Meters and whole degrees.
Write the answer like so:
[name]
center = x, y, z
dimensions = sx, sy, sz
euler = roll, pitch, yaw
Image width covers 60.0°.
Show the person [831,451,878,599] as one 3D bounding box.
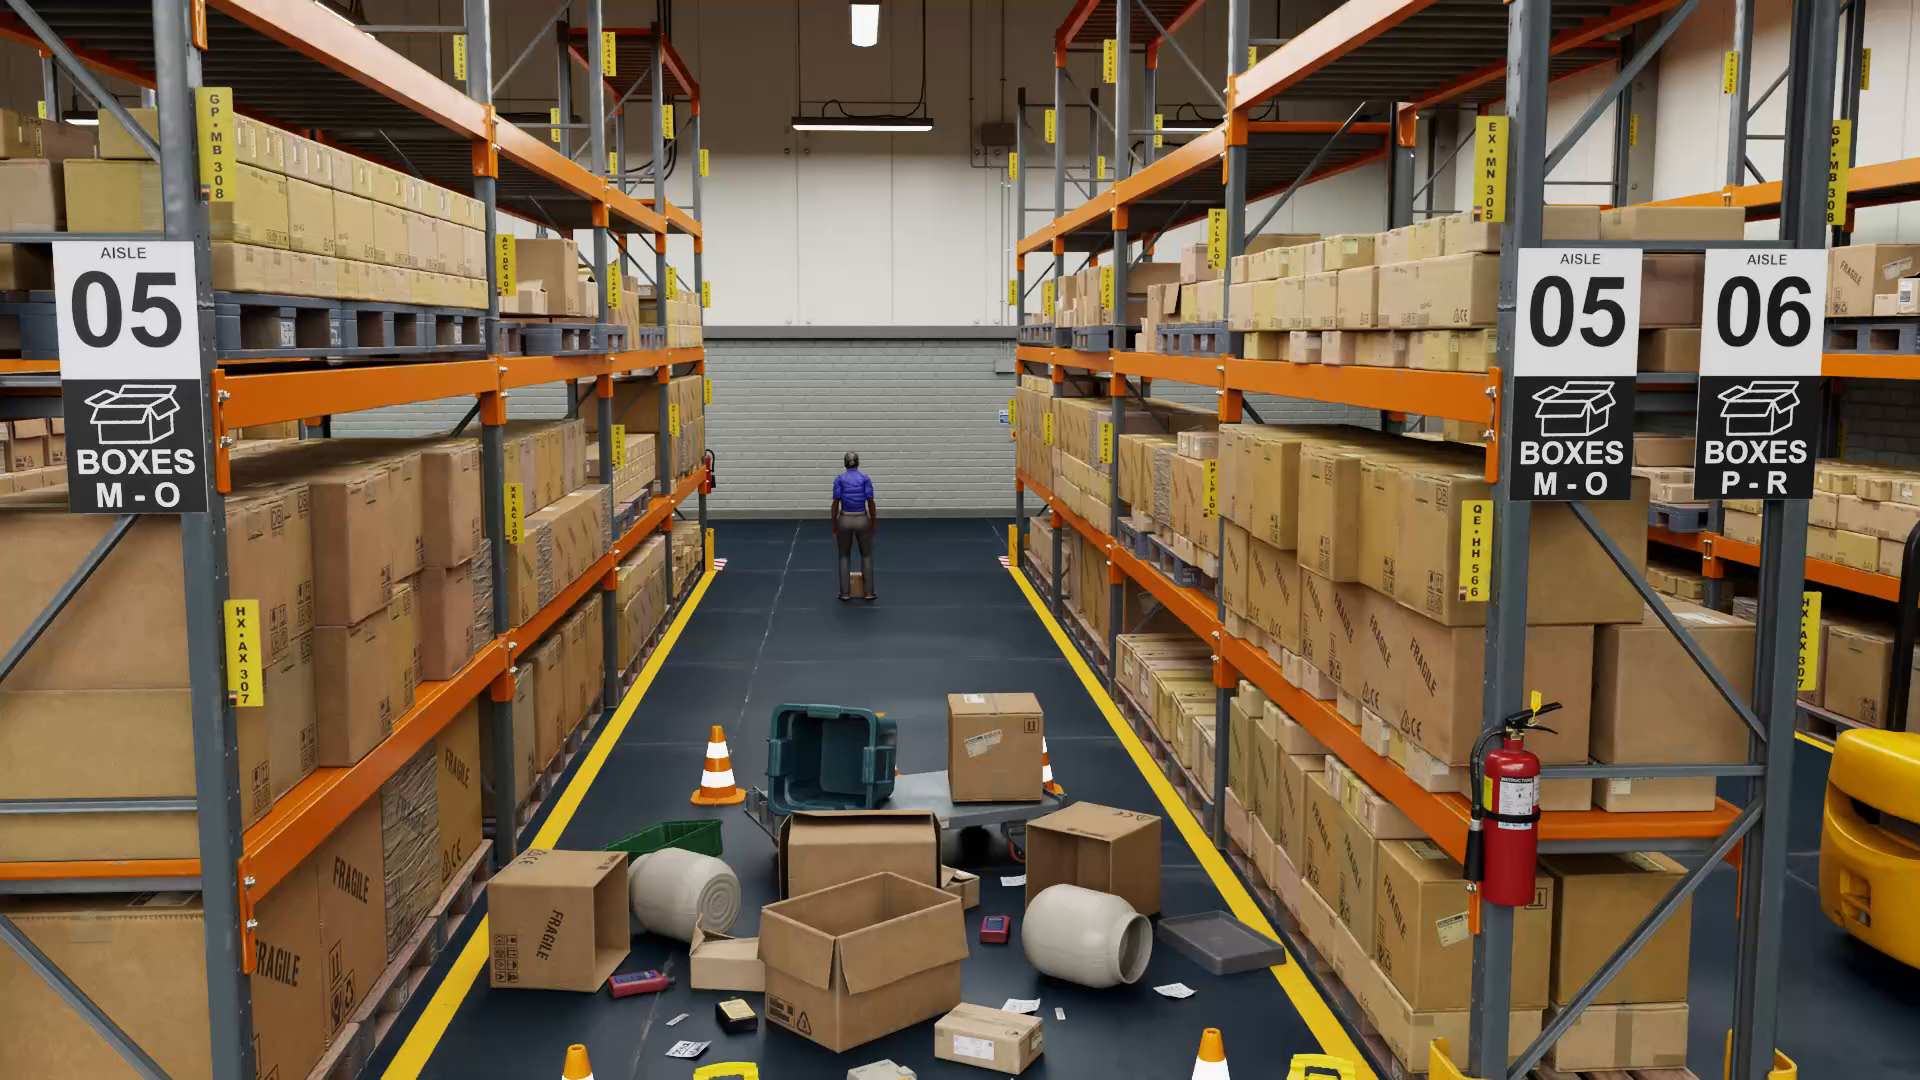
[person]
center = -1.180, -0.161, 18.588
dimensions = 0.512, 1.654, 0.352
euler = -1, 7, -4
